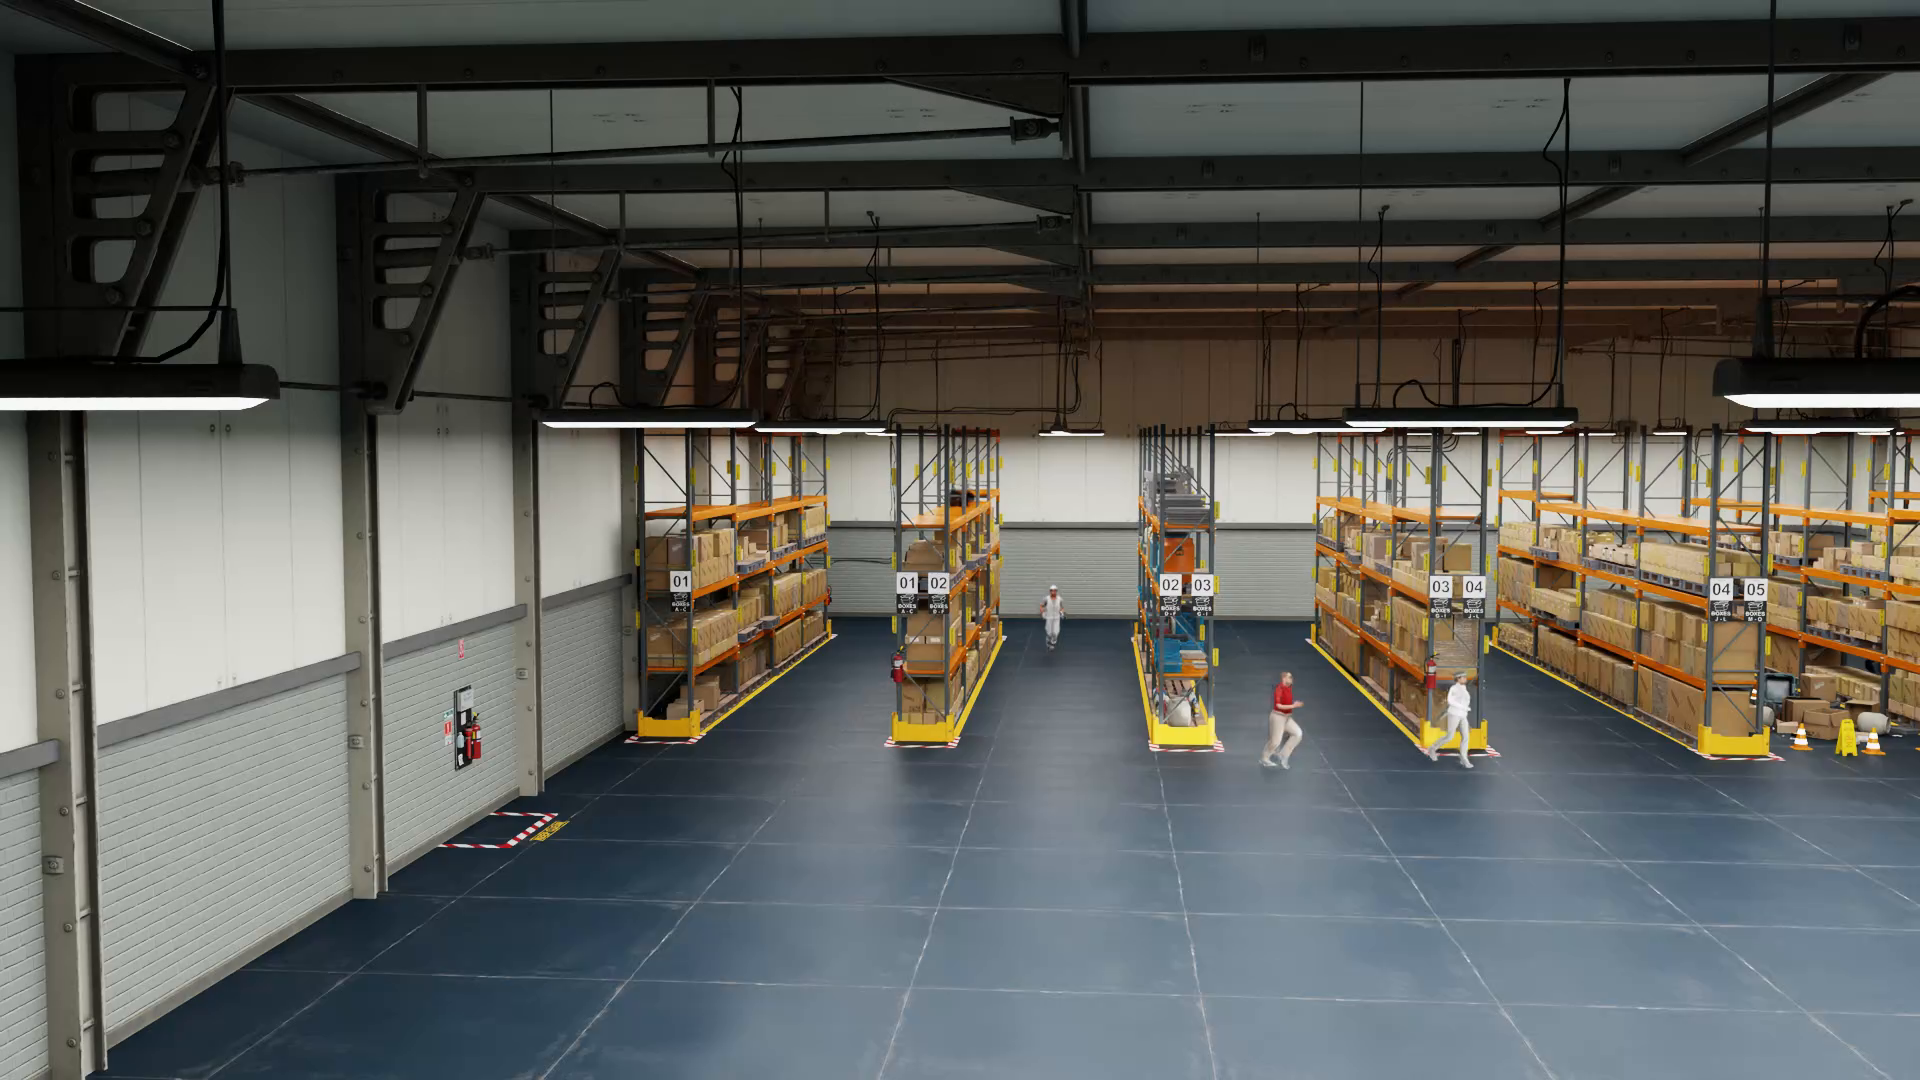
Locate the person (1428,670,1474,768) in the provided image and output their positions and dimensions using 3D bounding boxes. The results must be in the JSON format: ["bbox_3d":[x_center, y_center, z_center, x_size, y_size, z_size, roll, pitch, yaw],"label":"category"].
[{"bbox_3d":[8.709,3.103,29.219,0.646,1.676,0.894,-3,5,-44],"label":"person"}]

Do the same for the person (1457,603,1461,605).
[{"bbox_3d":[13.771,2.039,46.654,0.706,1.687,0.774,-2,4,-31],"label":"person"}]

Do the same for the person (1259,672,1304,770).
[{"bbox_3d":[5.566,3.119,28.732,0.829,1.719,0.694,2,4,32],"label":"person"}]

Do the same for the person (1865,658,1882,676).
[{"bbox_3d":[21.141,2.573,38.316,0.579,1.629,0.642,0,3,6],"label":"person"}]

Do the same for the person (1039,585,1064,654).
[{"bbox_3d":[2.374,2.044,42.419,0.634,1.765,0.550,0,4,-7],"label":"person"}]
